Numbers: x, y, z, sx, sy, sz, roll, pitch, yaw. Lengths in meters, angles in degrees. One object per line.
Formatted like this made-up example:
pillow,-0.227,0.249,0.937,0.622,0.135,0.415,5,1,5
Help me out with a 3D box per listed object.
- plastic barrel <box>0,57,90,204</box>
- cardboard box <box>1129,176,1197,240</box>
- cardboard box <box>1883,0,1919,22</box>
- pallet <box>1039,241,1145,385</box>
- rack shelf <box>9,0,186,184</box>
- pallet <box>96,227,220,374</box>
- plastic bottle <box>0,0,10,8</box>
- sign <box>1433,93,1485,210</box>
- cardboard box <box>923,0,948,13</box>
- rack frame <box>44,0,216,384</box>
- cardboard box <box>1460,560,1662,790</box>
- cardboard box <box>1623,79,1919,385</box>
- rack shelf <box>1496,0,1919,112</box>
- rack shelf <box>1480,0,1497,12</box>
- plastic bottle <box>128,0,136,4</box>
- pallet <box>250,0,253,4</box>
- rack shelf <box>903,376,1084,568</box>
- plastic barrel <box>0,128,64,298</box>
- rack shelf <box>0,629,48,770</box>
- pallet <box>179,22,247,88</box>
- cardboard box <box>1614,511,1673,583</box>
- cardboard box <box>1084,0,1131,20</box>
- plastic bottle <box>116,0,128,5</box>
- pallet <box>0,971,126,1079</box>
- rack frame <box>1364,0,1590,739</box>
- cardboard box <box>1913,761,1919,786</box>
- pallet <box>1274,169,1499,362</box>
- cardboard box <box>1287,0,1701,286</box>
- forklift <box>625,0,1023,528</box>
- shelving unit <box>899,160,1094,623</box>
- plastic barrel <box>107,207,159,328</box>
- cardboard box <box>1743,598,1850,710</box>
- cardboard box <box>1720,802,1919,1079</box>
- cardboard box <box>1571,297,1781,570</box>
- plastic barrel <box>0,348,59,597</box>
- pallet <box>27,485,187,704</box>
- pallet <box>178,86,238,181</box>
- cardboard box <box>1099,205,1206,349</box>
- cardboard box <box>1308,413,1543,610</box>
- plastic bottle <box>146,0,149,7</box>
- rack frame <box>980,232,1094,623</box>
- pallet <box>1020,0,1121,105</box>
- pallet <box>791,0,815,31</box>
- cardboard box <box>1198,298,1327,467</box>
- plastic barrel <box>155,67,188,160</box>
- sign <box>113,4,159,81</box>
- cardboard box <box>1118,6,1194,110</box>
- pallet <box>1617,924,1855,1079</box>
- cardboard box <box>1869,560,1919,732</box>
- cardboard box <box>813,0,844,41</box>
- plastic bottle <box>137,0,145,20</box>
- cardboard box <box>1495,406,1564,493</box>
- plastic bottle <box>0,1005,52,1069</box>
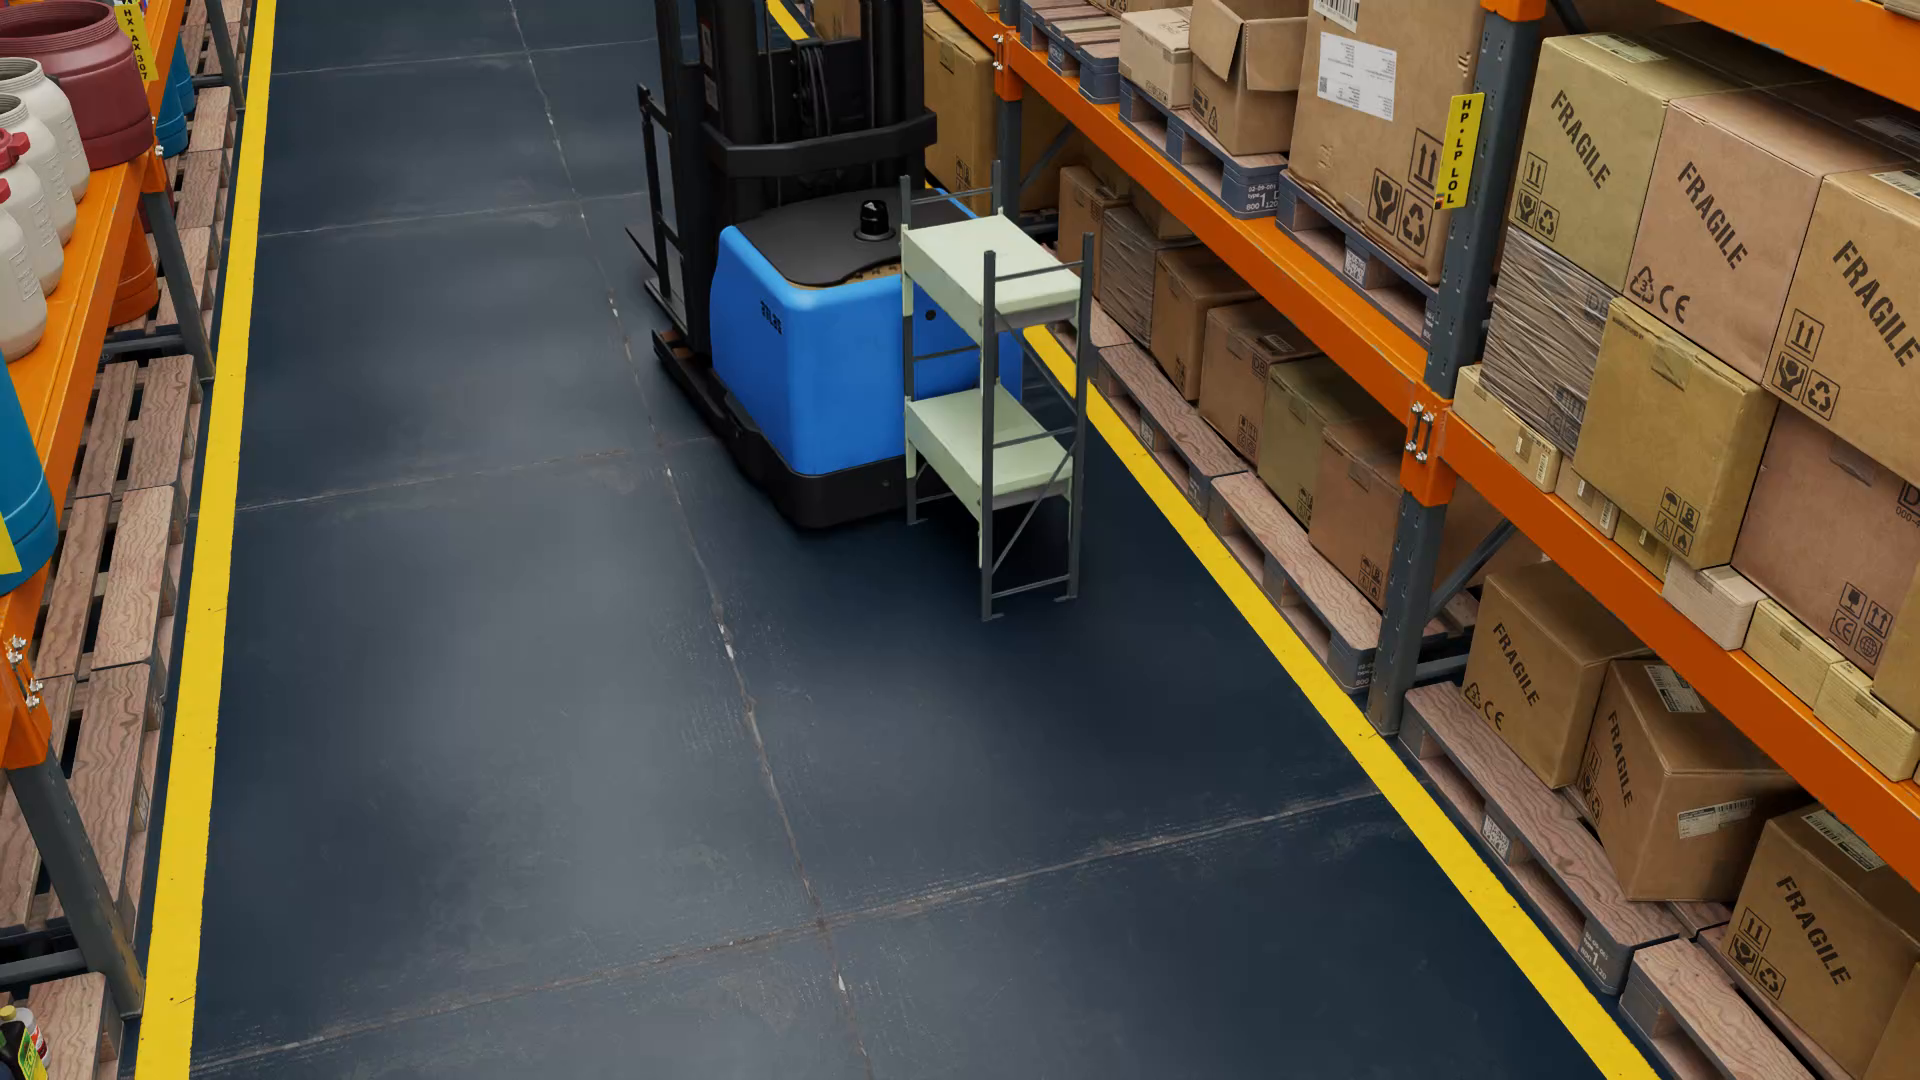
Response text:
plastic barrel,-3.512,-1.494,6.189,0.421,0.512,0.421,0,33,0
cardboard box,1.092,-1.615,7.661,0.500,0.250,0.500,-6,34,-9
cardboard box,2.108,-1.055,3.041,0.500,0.250,0.500,-11,35,-17
pallet,0.924,-1.211,8.391,1.003,0.211,1.213,-10,35,-15
rack shelf,-4.640,-2.702,8.771,1.077,0.370,4.000,-10,35,-15
pallet,-4.310,-1.195,8.368,1.003,0.211,1.213,-10,35,-15
plastic bottle,-4.827,-2.765,8.320,0.061,0.283,0.133,-10,35,-15
sign,1.380,-1.073,4.602,0.100,0.325,0.005,-10,35,-15
cardboard box,0.232,-2.909,9.977,1.225,0.875,0.875,-10,35,-15
rack frame,-4.030,-1.952,6.983,1.000,3.000,0.127,-10,35,-15
cardboard box,1.991,0.400,5.311,0.500,0.500,0.500,-11,35,-16
cardboard box,1.956,-0.726,3.861,0.500,0.500,0.500,-10,35,-15
rack shelf,2.517,-0.586,2.848,1.077,0.370,4.000,-10,35,-15
rack shelf,1.297,-2.686,6.026,1.077,0.370,4.000,-10,35,-15
plastic bottle,-4.063,-2.627,8.110,0.061,0.283,0.133,-10,35,-15
pallet,-6.255,-4.549,13.443,1.003,0.211,1.213,-10,35,-15
rack shelf,0.116,-0.275,6.397,0.431,0.370,0.720,-14,36,-20
plastic barrel,-3.248,-1.060,5.510,0.433,0.535,0.433,0,33,0
rack shelf,-2.199,1.498,2.414,1.077,0.370,4.000,-10,35,-15
pallet,-5.511,-3.268,11.504,1.003,0.211,1.213,-10,35,-15
cardboard box,1.938,-0.027,4.298,0.380,0.149,0.250,-10,35,-15
cardboard box,0.890,-2.725,7.681,0.500,0.500,0.500,-14,36,-21
plastic bottle,-3.992,-2.506,7.927,0.061,0.283,0.133,-10,35,-15
pallet,-2.644,1.671,4.029,1.003,0.211,1.213,-10,35,-15
rack frame,1.907,-0.685,5.065,1.000,3.000,0.127,-10,35,-15
cardboard box,2.276,0.492,3.512,0.380,0.149,0.250,-10,35,-15
pallet,1.813,-1.030,5.763,1.003,0.211,1.213,-10,35,-15
cardboard box,1.798,-1.551,5.451,1.000,1.000,1.000,-10,35,-14
forklift,-0.828,-2.068,7.221,1.130,2.935,3.031,-15,36,-22
shelving unit,0.116,-0.547,6.218,0.431,1.500,0.755,-14,36,-20
plastic barrel,-4.195,-1.476,7.850,0.600,0.830,0.708,-10,35,-15
cardboard box,2.091,0.236,3.900,0.380,0.149,0.250,-10,35,-15
cardboard box,2.437,1.012,4.384,0.500,0.500,0.500,-13,36,-19
cardboard box,2.105,-0.335,4.176,0.875,0.500,0.500,-10,35,-15
plastic barrel,-2.639,-0.315,4.051,0.600,0.901,0.708,-10,35,-15
pallet,-3.462,0.264,6.159,1.003,0.211,1.213,-10,35,-15
pallet,-5.054,-2.477,10.306,1.003,0.211,1.213,-10,35,-15
cardboard box,1.092,-1.288,7.847,0.700,0.500,0.500,-13,36,-19
cardboard box,1.741,-0.151,6.127,0.700,0.500,0.500,-13,36,-18
plastic bottle,-4.215,-2.852,8.461,0.097,0.271,0.097,0,33,0
rack frame,0.265,-0.363,5.939,0.400,1.500,0.023,-14,36,-20
pallet,1.006,-2.349,7.757,1.213,0.211,1.003,-10,35,-15
pallet,-0.690,-4.134,12.815,1.003,0.211,1.213,-10,35,-15
cardboard box,1.442,-0.699,6.955,0.700,0.500,0.500,-13,36,-19
plastic barrel,-4.884,-2.692,9.625,0.600,0.901,0.708,-10,35,-15
sign,-3.508,-2.116,7.084,0.100,0.325,0.005,-10,35,-15
cardboard box,0.979,-1.979,6.779,0.500,0.250,0.500,-11,35,-16
pallet,2.522,1.467,4.338,1.003,0.211,1.213,-10,35,-15
cardboard box,2.466,0.180,3.397,0.875,0.500,0.500,-10,35,-15
cardboard box,-0.319,-3.841,11.388,1.225,0.875,0.875,-10,35,-15
plastic bottle,-4.145,-2.731,8.278,0.097,0.271,0.097,0,33,0
cardboard box,1.750,-0.283,4.685,0.380,0.149,0.250,-10,35,-15
plastic bottle,-2.402,1.270,4.246,0.097,0.201,0.097,0,33,0
